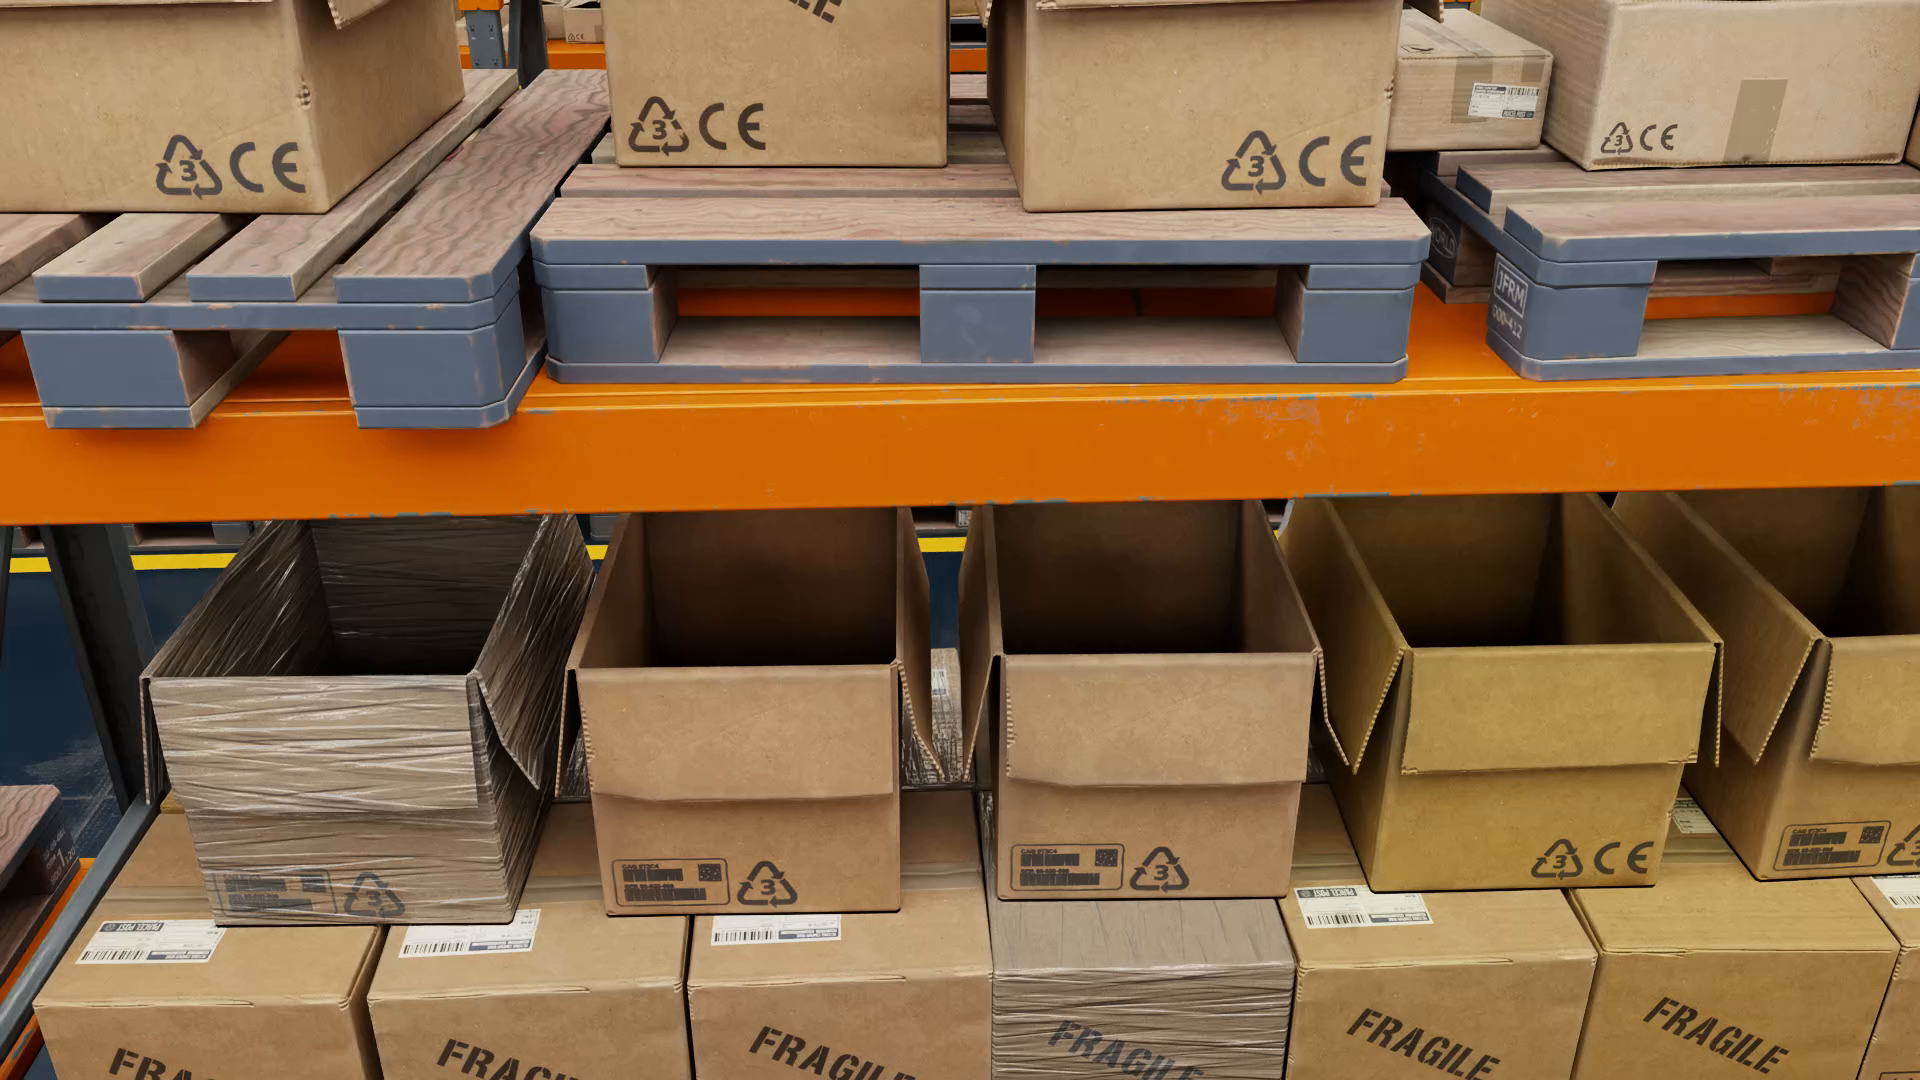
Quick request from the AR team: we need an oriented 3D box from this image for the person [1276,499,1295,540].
[{"bbox_3d":[1.358,0.067,5.999,0.548,1.667,0.447,-1,28,-3],"label":"person"}]
